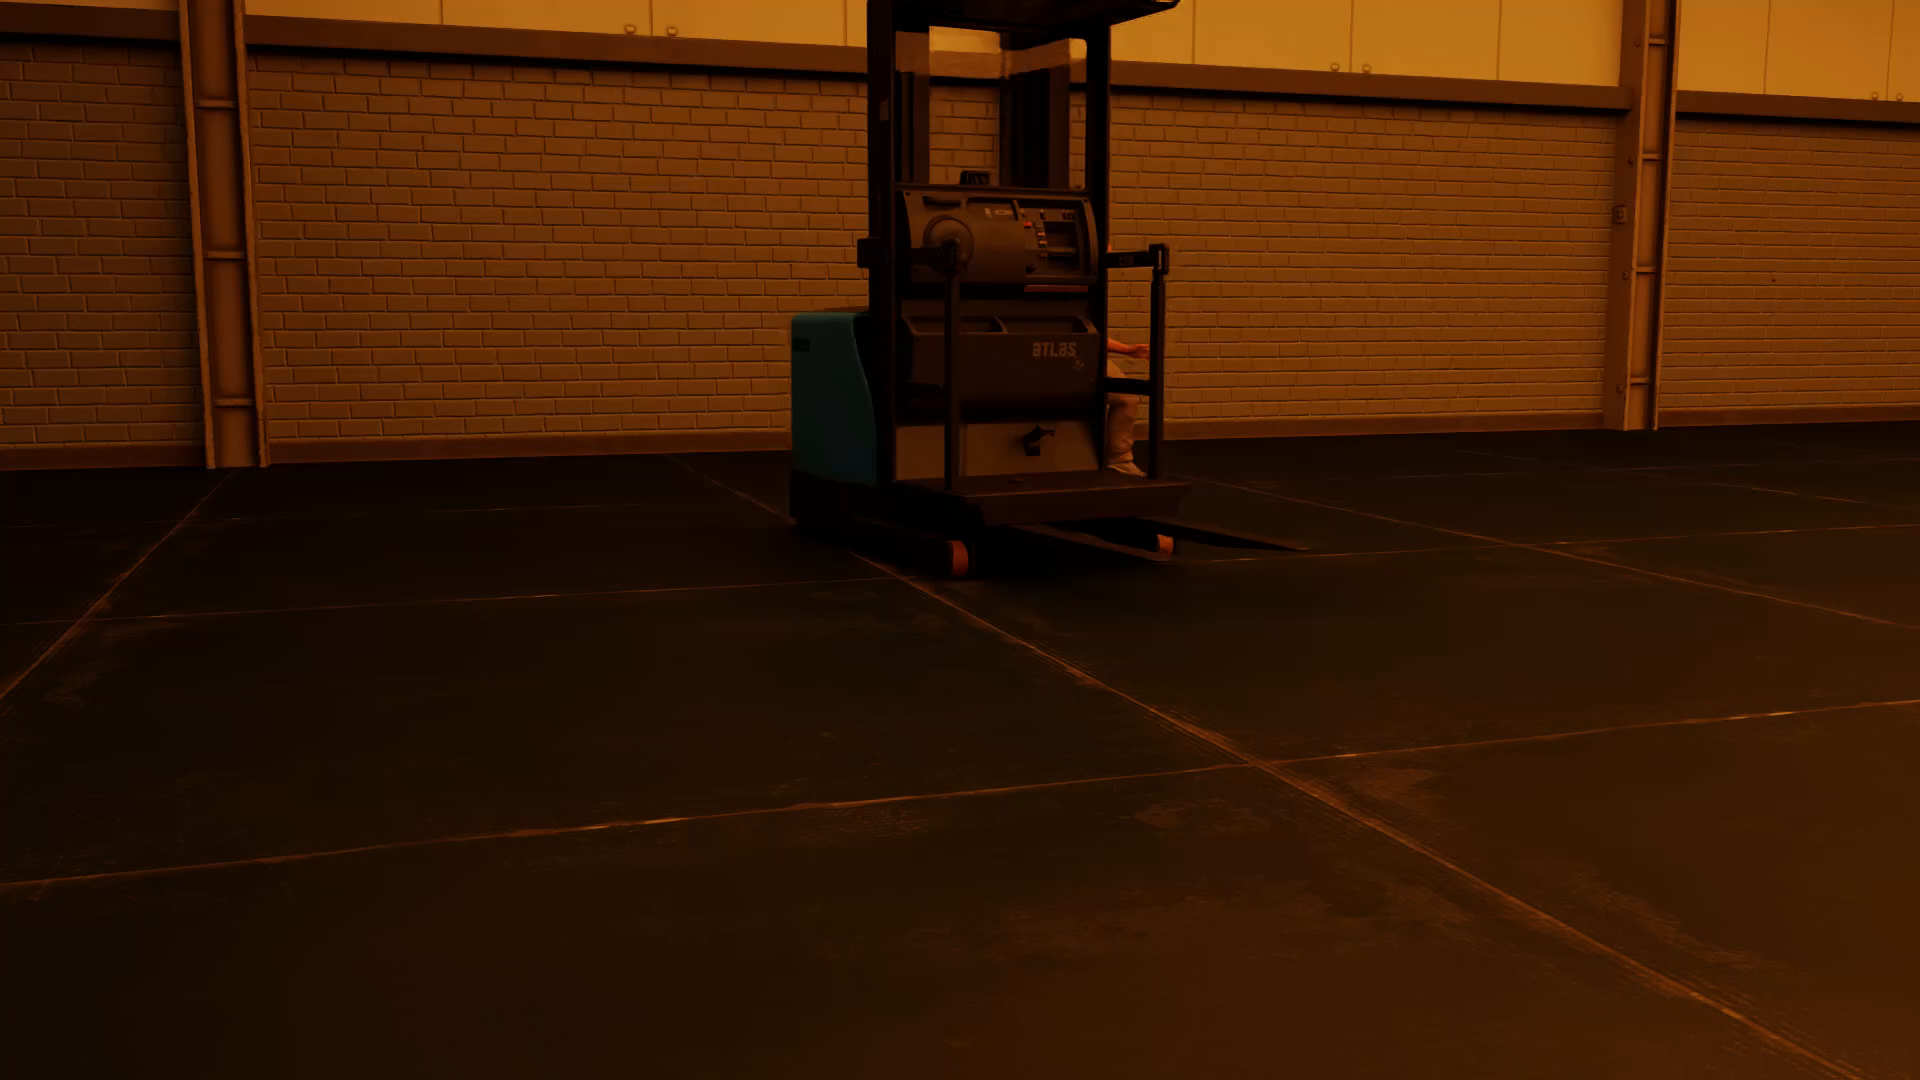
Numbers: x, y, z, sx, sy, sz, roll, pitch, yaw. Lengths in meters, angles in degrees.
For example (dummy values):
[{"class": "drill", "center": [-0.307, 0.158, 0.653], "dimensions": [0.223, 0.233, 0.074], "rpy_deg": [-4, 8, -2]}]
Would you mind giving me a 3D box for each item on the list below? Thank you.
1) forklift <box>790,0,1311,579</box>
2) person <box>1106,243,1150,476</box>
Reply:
[{"class": "forklift", "center": [0.282, -1.360, 7.044], "dimensions": [1.130, 2.935, 3.031], "rpy_deg": [-4, 9, -27]}, {"class": "person", "center": [0.904, -1.106, 10.376], "dimensions": [0.797, 1.560, 0.774], "rpy_deg": [-3, 8, -21]}]
